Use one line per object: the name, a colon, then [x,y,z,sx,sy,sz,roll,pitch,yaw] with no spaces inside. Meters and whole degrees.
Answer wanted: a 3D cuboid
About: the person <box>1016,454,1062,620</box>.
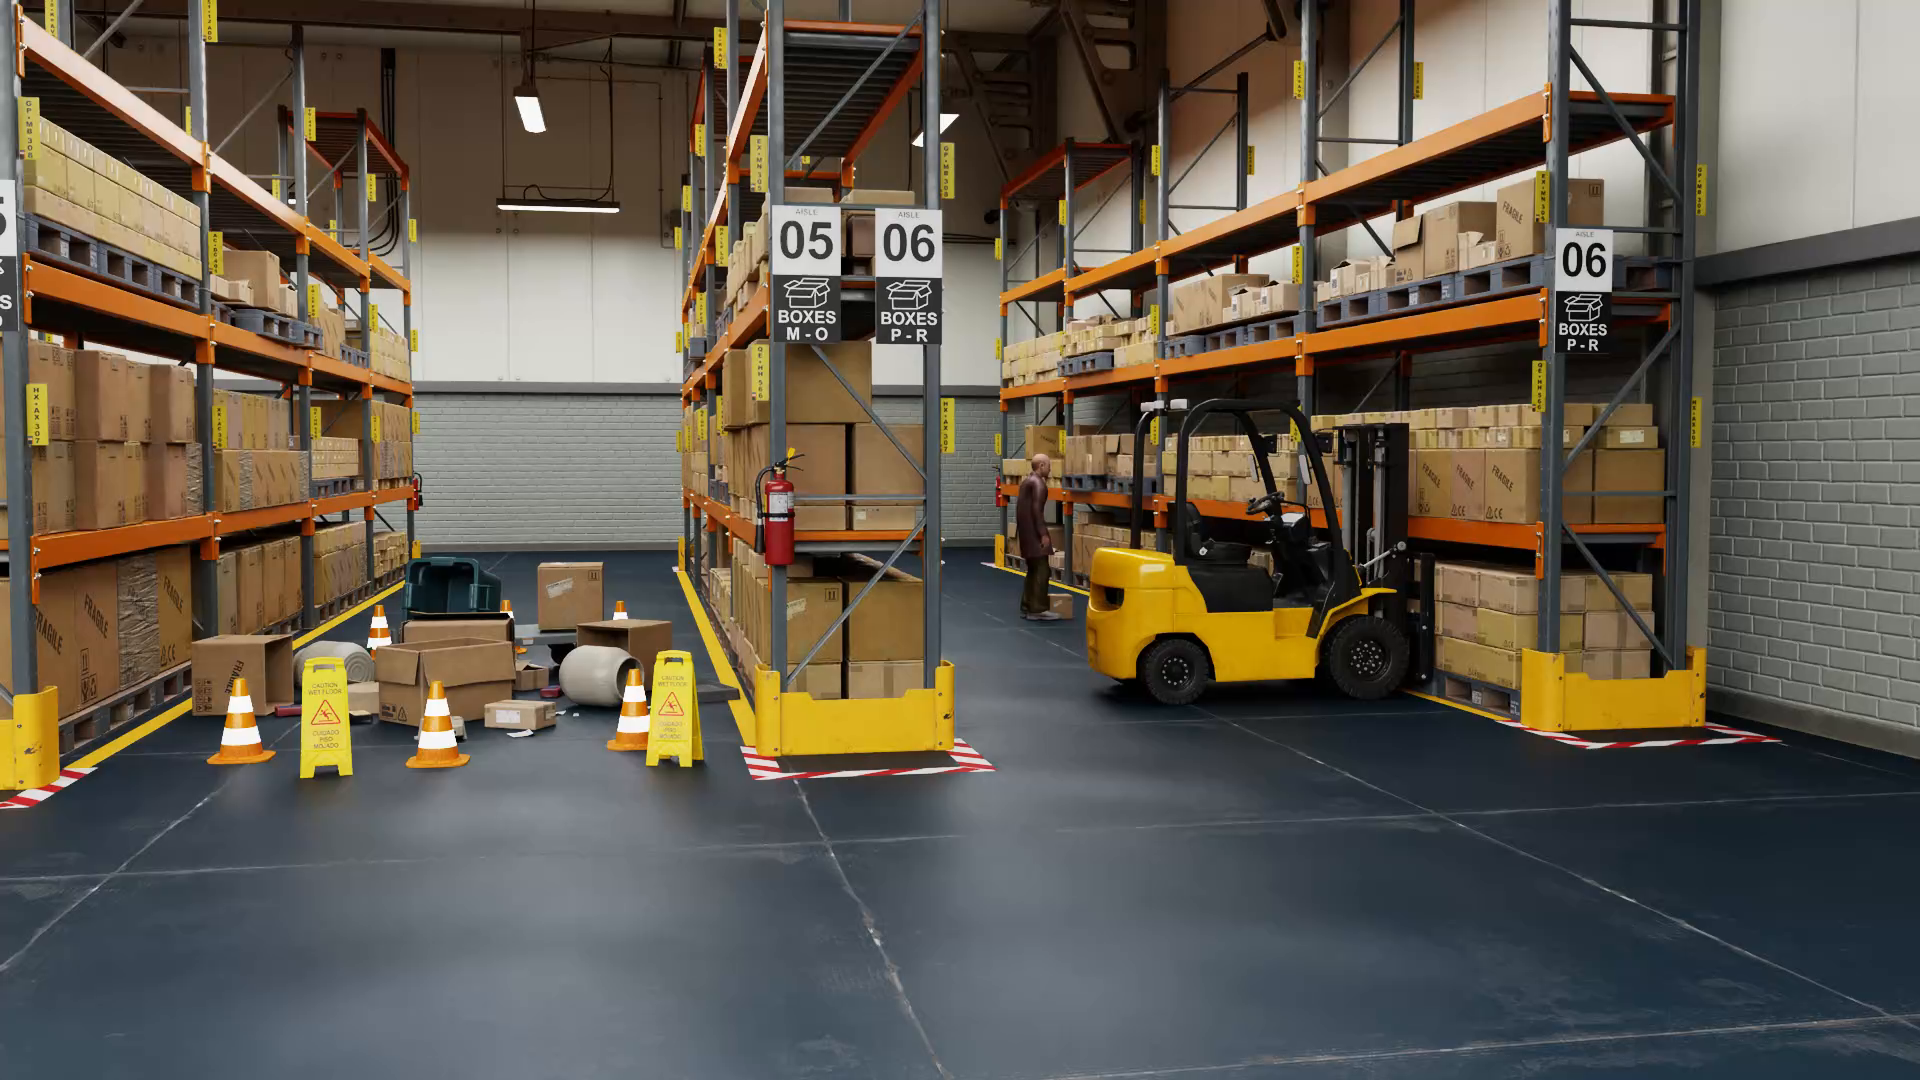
person: [0.826,-0.040,17.897,0.428,1.773,0.641,-1,3,-12]
